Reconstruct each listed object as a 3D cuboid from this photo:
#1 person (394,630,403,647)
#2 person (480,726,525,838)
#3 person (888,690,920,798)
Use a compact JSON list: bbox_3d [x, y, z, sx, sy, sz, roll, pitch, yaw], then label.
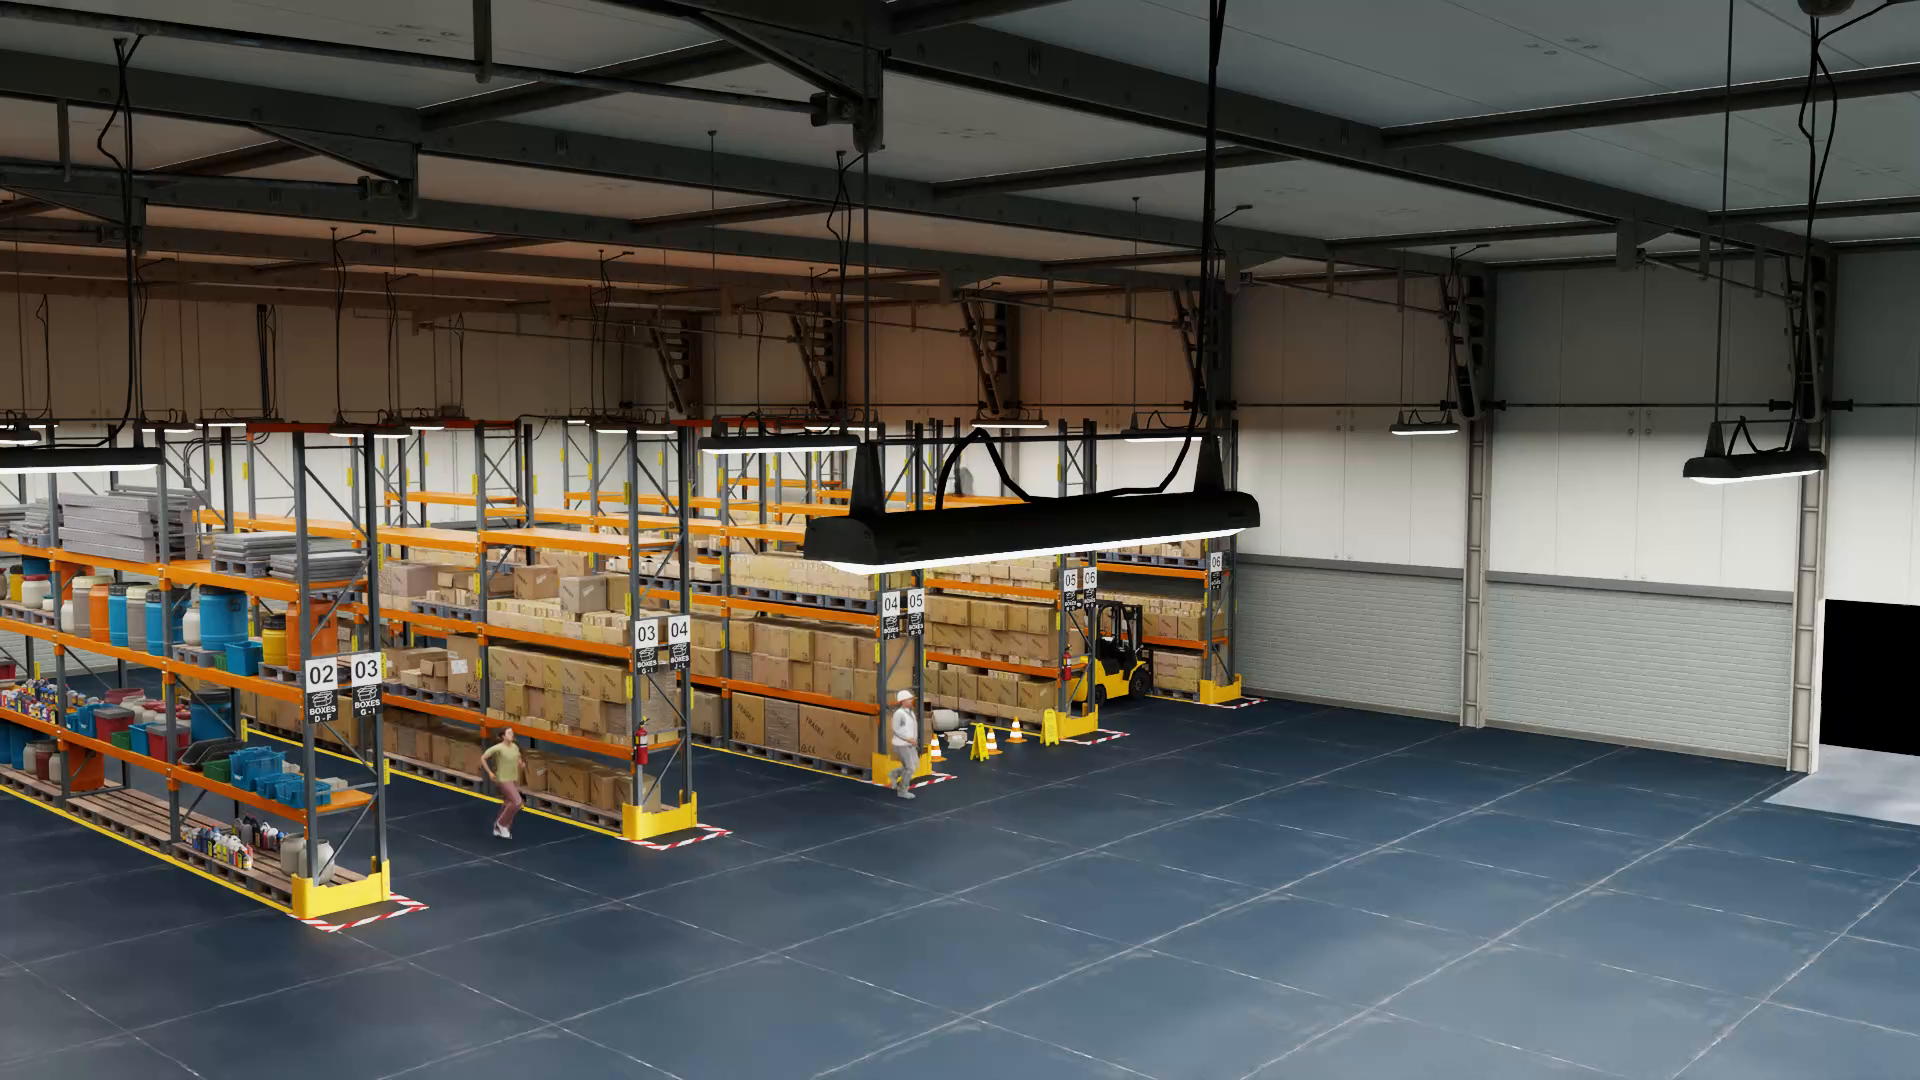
[{"bbox_3d":[-13.416,2.230,40.116,0.576,1.689,0.752,-1,5,-15],"label":"person"},{"bbox_3d":[-6.569,3.513,24.200,0.597,1.637,0.564,2,5,24],"label":"person"},{"bbox_3d":[-0.908,3.280,26.833,0.612,1.732,0.688,2,5,21],"label":"person"}]
